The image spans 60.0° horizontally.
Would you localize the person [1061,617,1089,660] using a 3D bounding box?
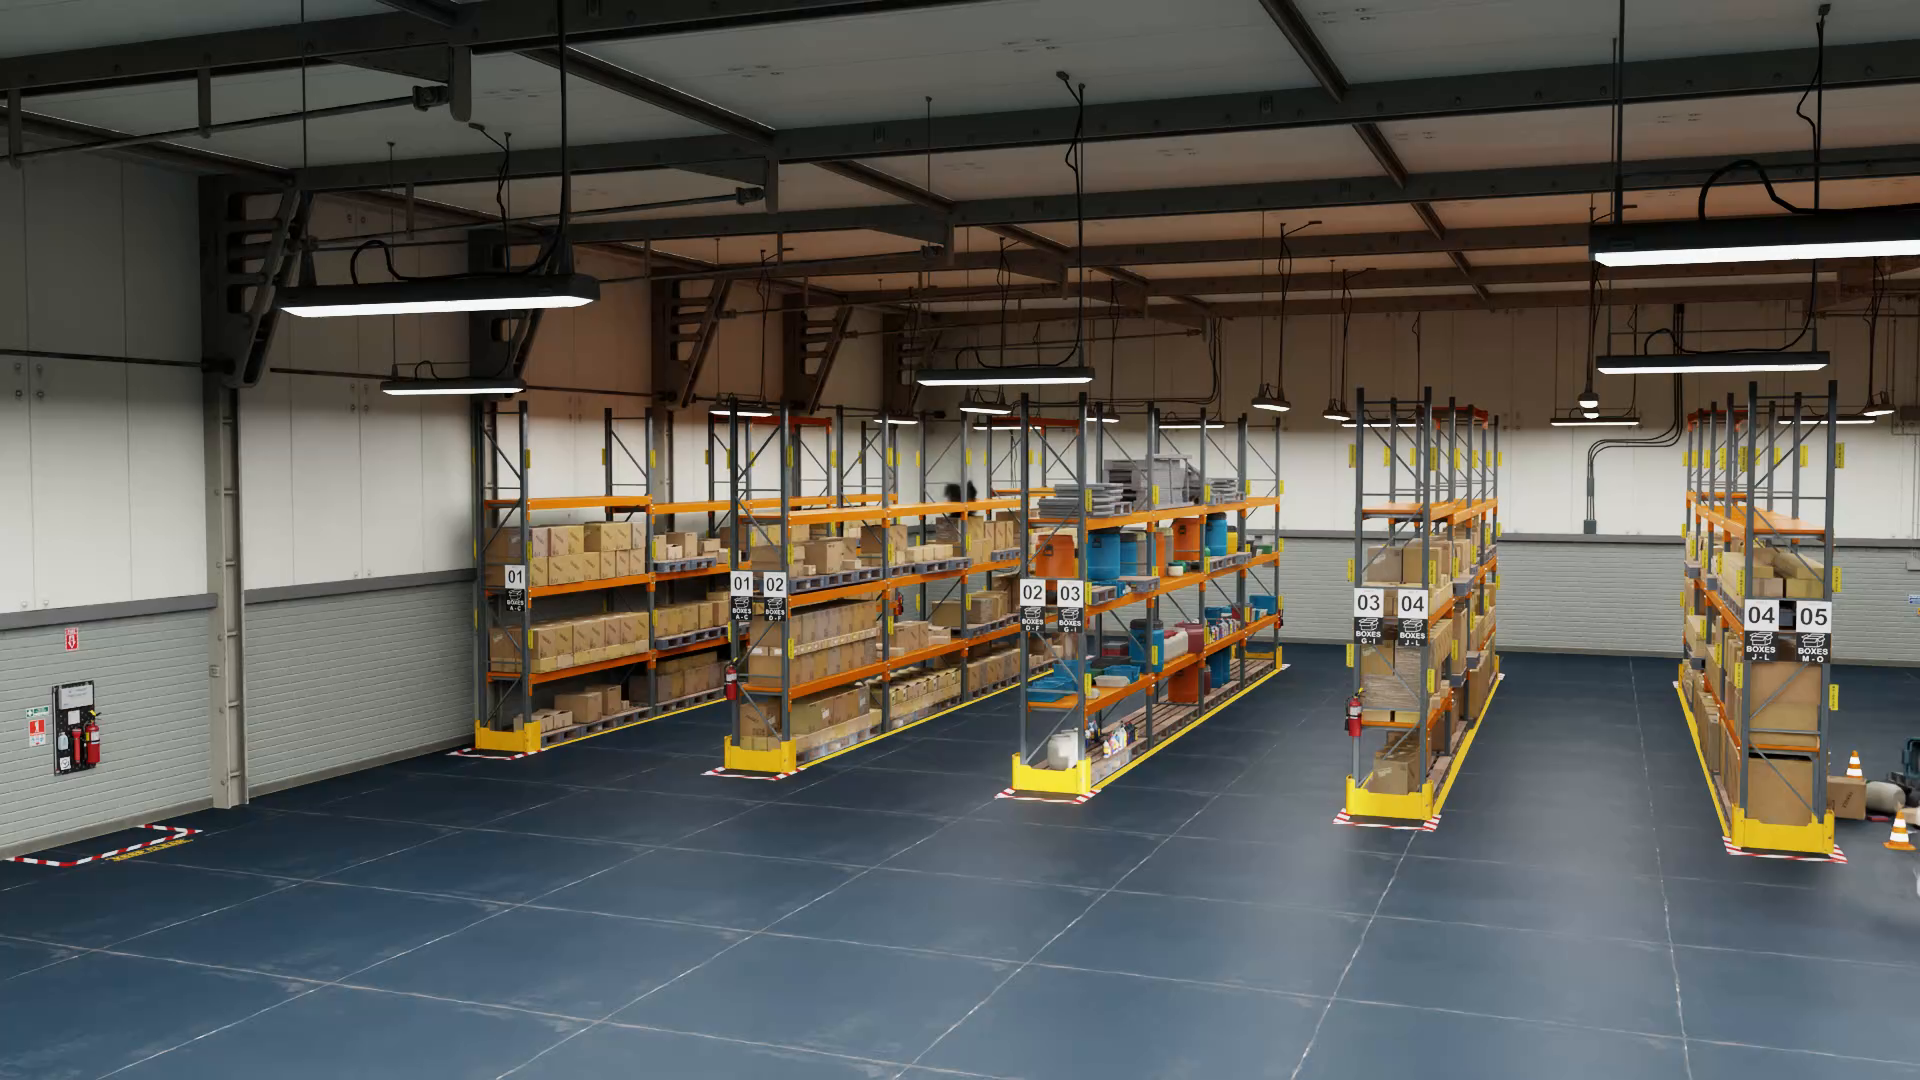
[{"bbox_3d":[2.453,2.147,35.646,0.657,1.748,0.890,1,3,16],"label":"person"}]
